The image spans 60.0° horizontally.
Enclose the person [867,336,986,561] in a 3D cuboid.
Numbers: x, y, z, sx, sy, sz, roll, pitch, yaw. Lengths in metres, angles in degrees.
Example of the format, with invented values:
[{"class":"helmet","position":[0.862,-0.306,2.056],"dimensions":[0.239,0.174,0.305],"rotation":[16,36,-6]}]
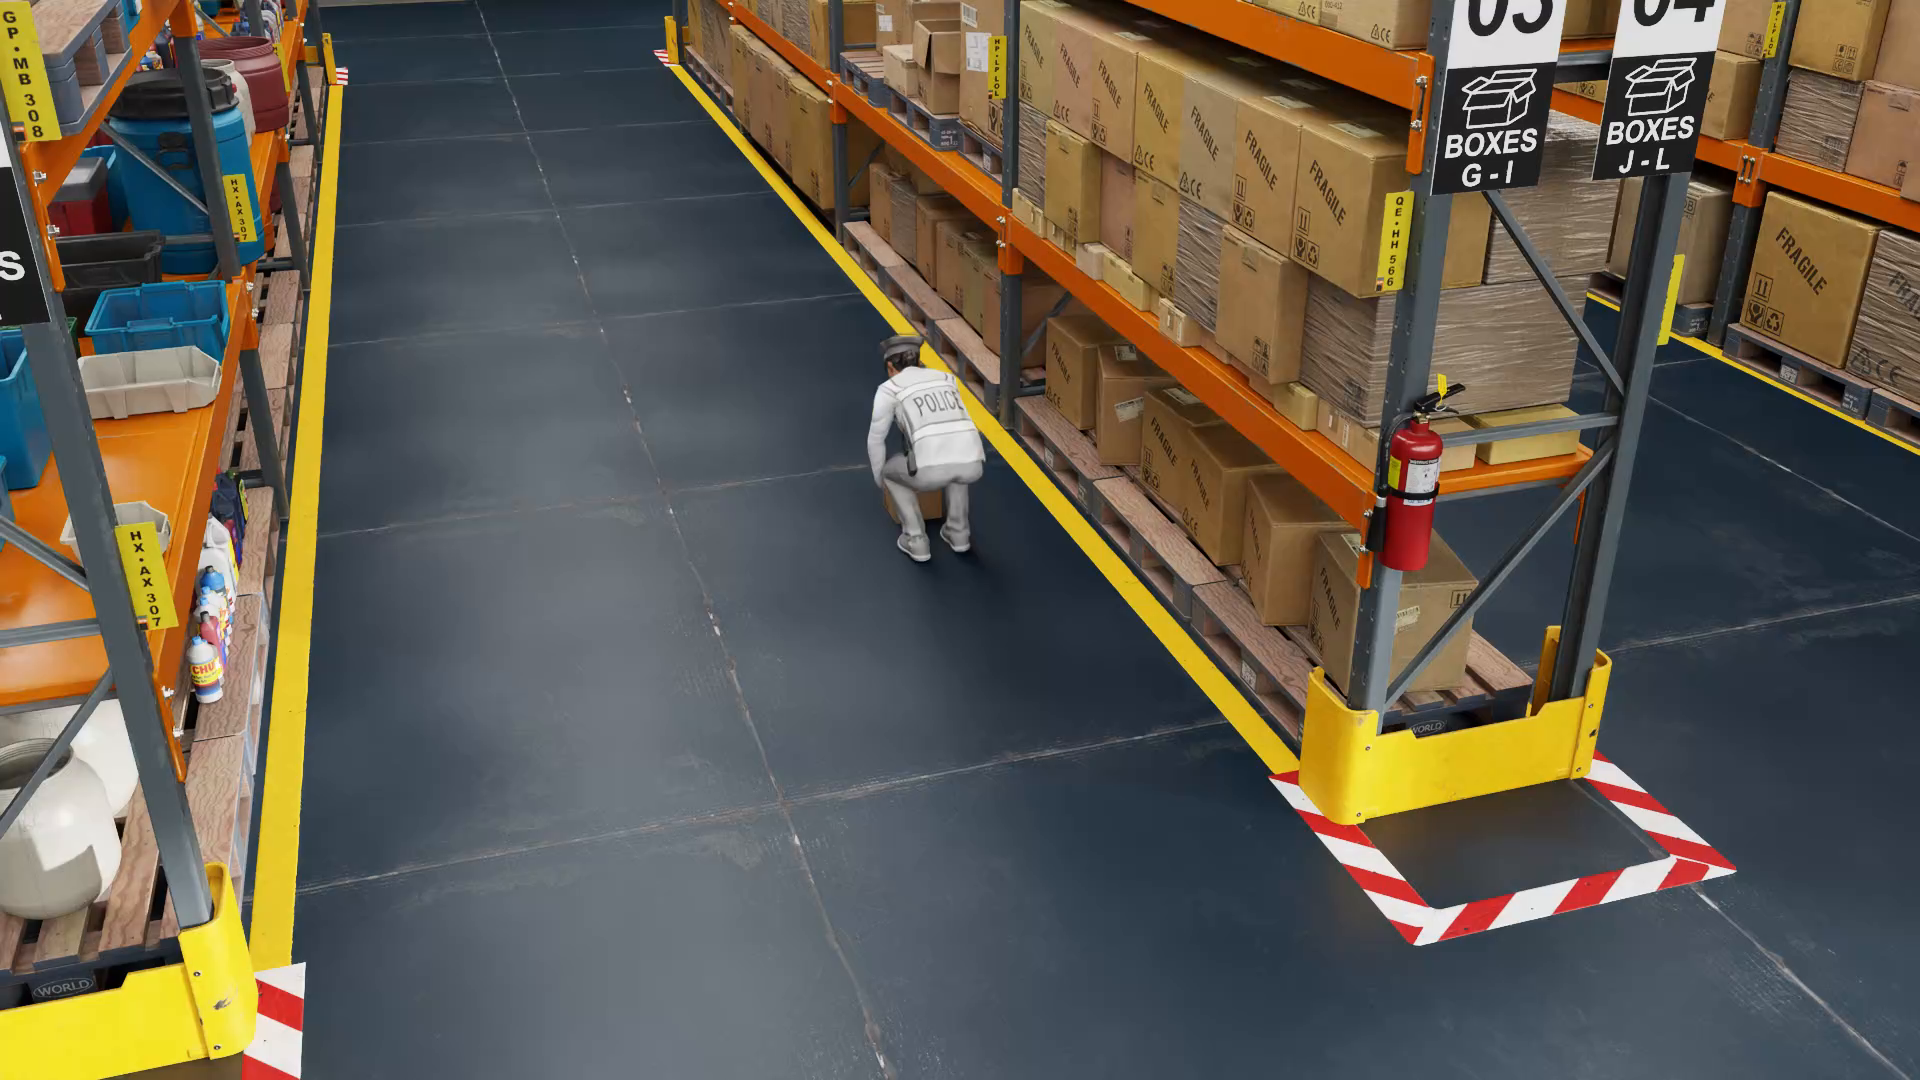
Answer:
[{"class":"person","position":[-0.183,-0.456,8.247],"dimensions":[0.497,1.028,0.837],"rotation":[-8,28,-16]}]
